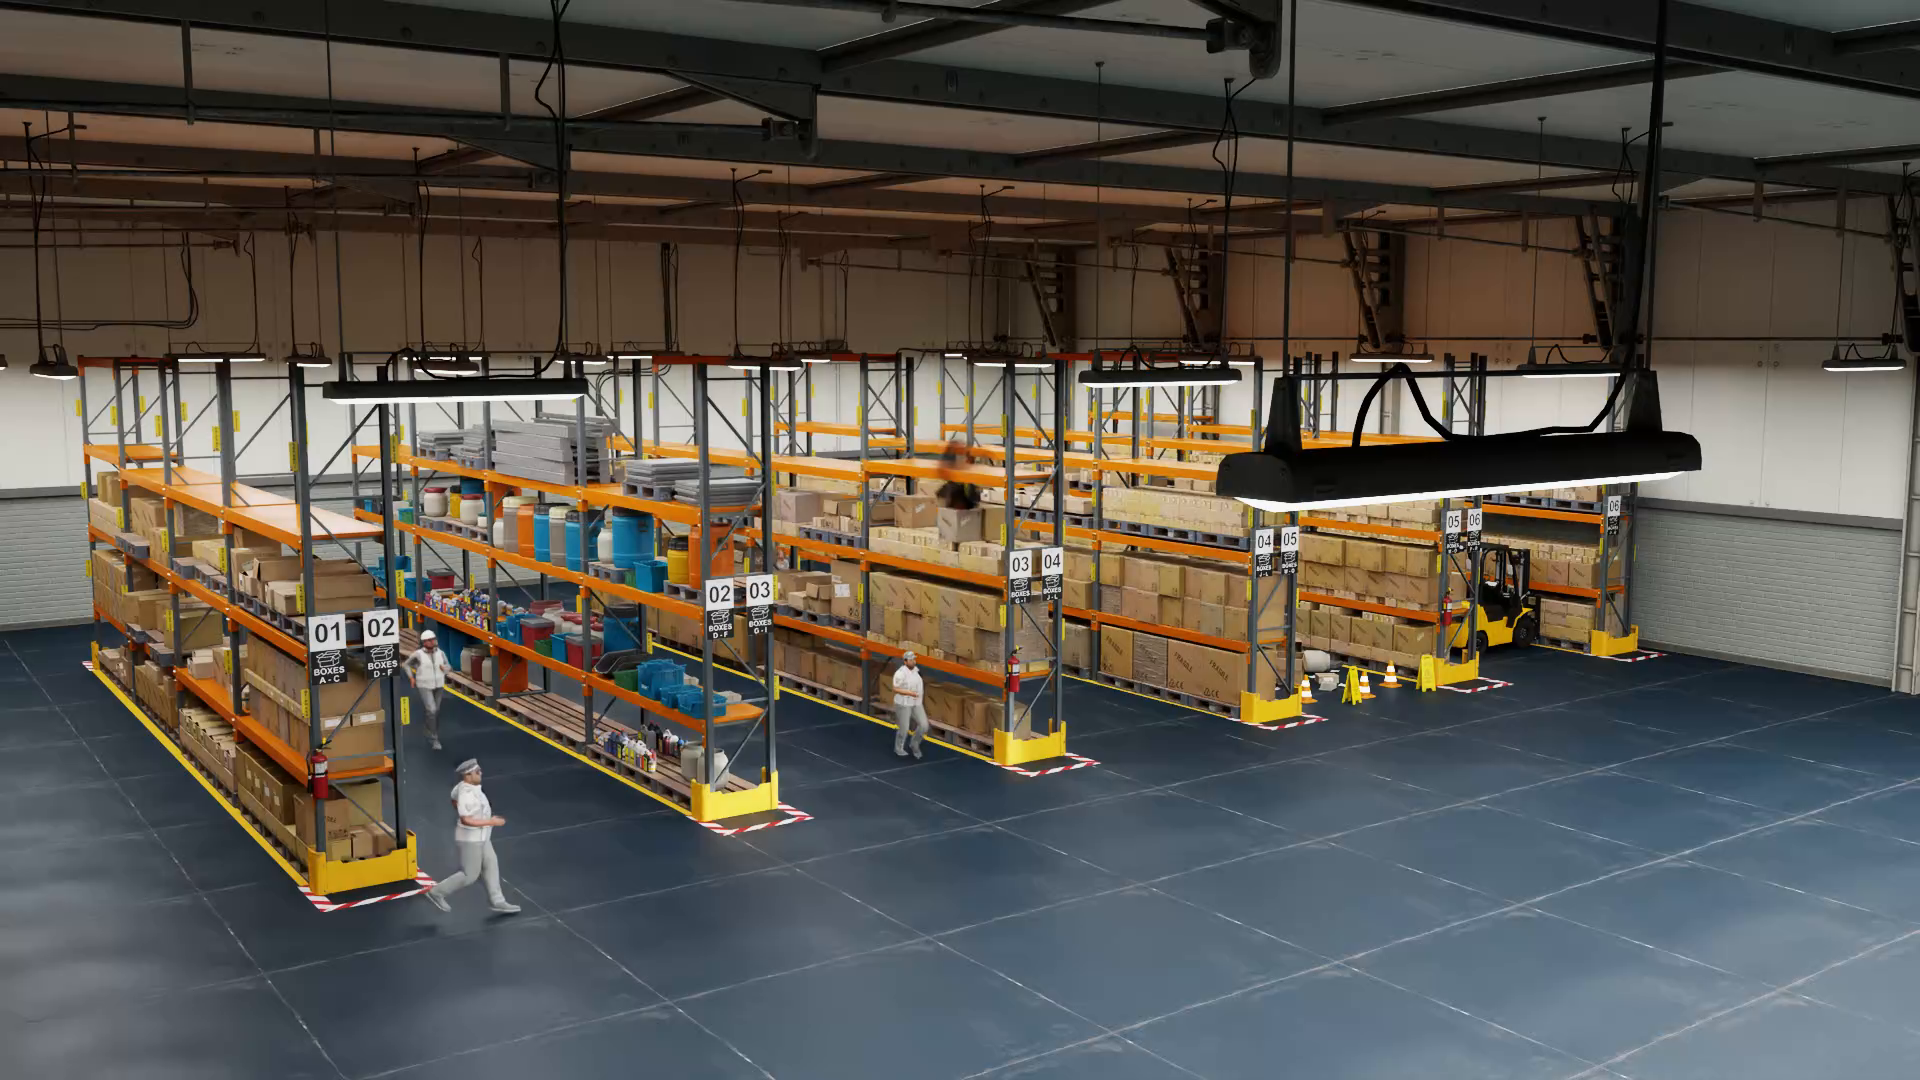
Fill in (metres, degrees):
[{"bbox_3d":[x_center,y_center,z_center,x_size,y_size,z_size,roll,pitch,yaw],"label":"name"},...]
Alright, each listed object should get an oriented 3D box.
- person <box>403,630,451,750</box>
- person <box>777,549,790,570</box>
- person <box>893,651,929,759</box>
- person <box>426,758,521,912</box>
[{"bbox_3d":[-8.253,2.308,25.899,0.825,1.822,0.633,6,9,43],"label":"person"},{"bbox_3d":[-4.064,0.988,37.795,0.528,1.570,0.572,-4,8,-32],"label":"person"},{"bbox_3d":[-0.758,2.493,25.035,0.592,1.670,0.670,-5,9,-37],"label":"person"},{"bbox_3d":[-5.334,3.248,18.157,0.983,1.771,0.675,-1,7,-9],"label":"person"}]
